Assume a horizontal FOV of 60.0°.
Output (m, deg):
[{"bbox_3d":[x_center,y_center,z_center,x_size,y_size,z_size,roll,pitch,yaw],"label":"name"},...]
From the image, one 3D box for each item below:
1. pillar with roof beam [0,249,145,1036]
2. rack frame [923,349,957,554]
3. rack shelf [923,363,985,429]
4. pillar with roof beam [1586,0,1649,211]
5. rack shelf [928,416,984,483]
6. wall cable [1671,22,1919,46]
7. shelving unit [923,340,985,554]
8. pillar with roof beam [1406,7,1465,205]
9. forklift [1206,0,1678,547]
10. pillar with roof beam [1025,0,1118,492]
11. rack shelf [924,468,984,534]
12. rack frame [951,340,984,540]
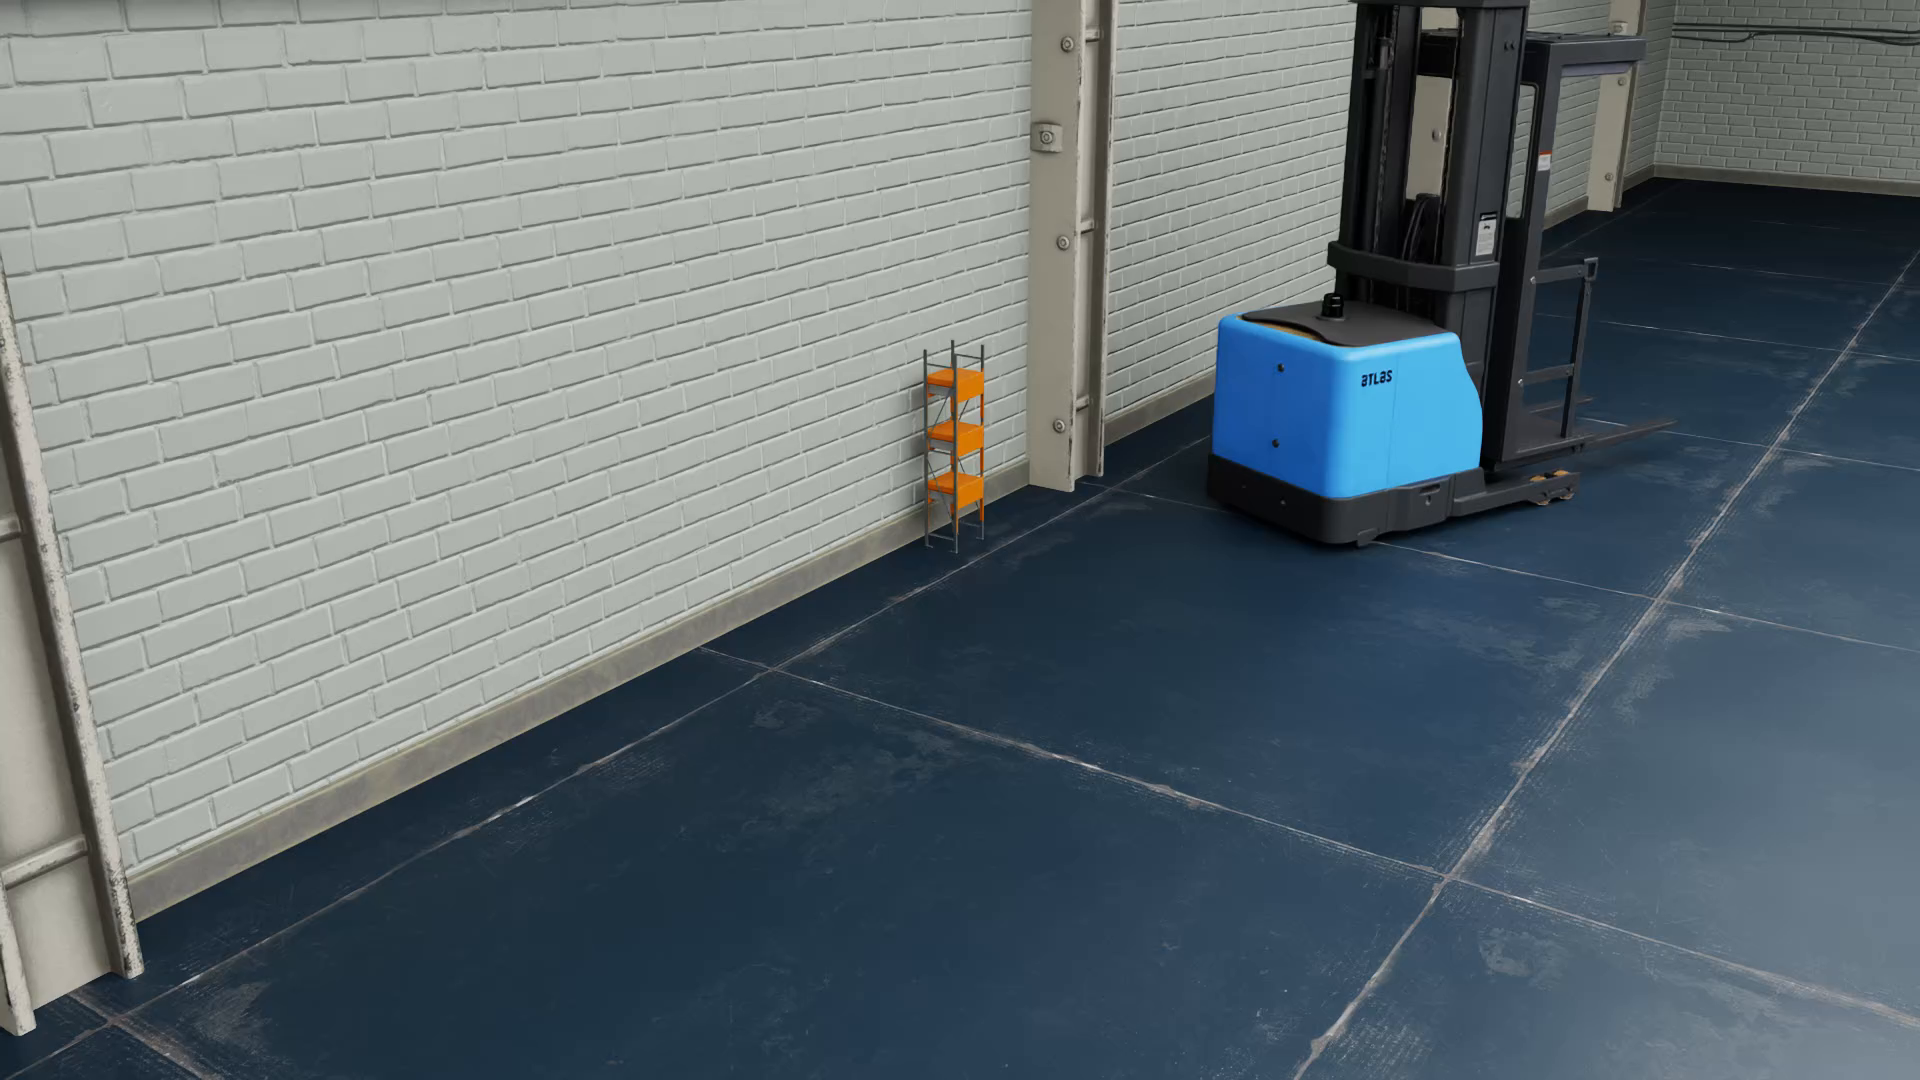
[{"bbox_3d":[0.798,-2.019,1.252,9.100,9.000,0.400,13,24,32],"label":"pillar with roof beam"},{"bbox_3d":[-0.099,-0.442,8.447,0.200,1.050,0.008,13,24,32],"label":"rack frame"},{"bbox_3d":[-0.030,-0.733,8.446,0.215,0.259,0.240,13,24,32],"label":"rack shelf"},{"bbox_3d":[10.916,-7.183,15.214,9.100,9.000,0.400,13,24,32],"label":"pillar with roof beam"},{"bbox_3d":[-0.030,-0.467,8.545,0.215,0.259,0.240,13,24,32],"label":"rack shelf"},{"bbox_3d":[10.106,-7.154,19.610,3.097,2.526,0.112,13,24,32],"label":"wall cable"},{"bbox_3d":[-0.030,-0.477,8.541,0.215,1.050,0.252,13,24,32],"label":"shelving unit"},{"bbox_3d":[7.544,-5.462,10.560,9.100,9.000,0.400,13,24,32],"label":"pillar with roof beam"},{"bbox_3d":[2.895,-1.706,9.152,3.031,2.935,1.130,-12,24,-30],"label":"forklift"},{"bbox_3d":[4.171,-3.740,5.906,9.100,9.000,0.400,13,24,32],"label":"pillar with roof beam"},{"bbox_3d":[-0.030,-0.206,8.641,0.215,0.259,0.240,13,24,32],"label":"rack shelf"},{"bbox_3d":[0.039,-0.512,8.636,0.200,1.050,0.008,13,24,32],"label":"rack frame"}]
